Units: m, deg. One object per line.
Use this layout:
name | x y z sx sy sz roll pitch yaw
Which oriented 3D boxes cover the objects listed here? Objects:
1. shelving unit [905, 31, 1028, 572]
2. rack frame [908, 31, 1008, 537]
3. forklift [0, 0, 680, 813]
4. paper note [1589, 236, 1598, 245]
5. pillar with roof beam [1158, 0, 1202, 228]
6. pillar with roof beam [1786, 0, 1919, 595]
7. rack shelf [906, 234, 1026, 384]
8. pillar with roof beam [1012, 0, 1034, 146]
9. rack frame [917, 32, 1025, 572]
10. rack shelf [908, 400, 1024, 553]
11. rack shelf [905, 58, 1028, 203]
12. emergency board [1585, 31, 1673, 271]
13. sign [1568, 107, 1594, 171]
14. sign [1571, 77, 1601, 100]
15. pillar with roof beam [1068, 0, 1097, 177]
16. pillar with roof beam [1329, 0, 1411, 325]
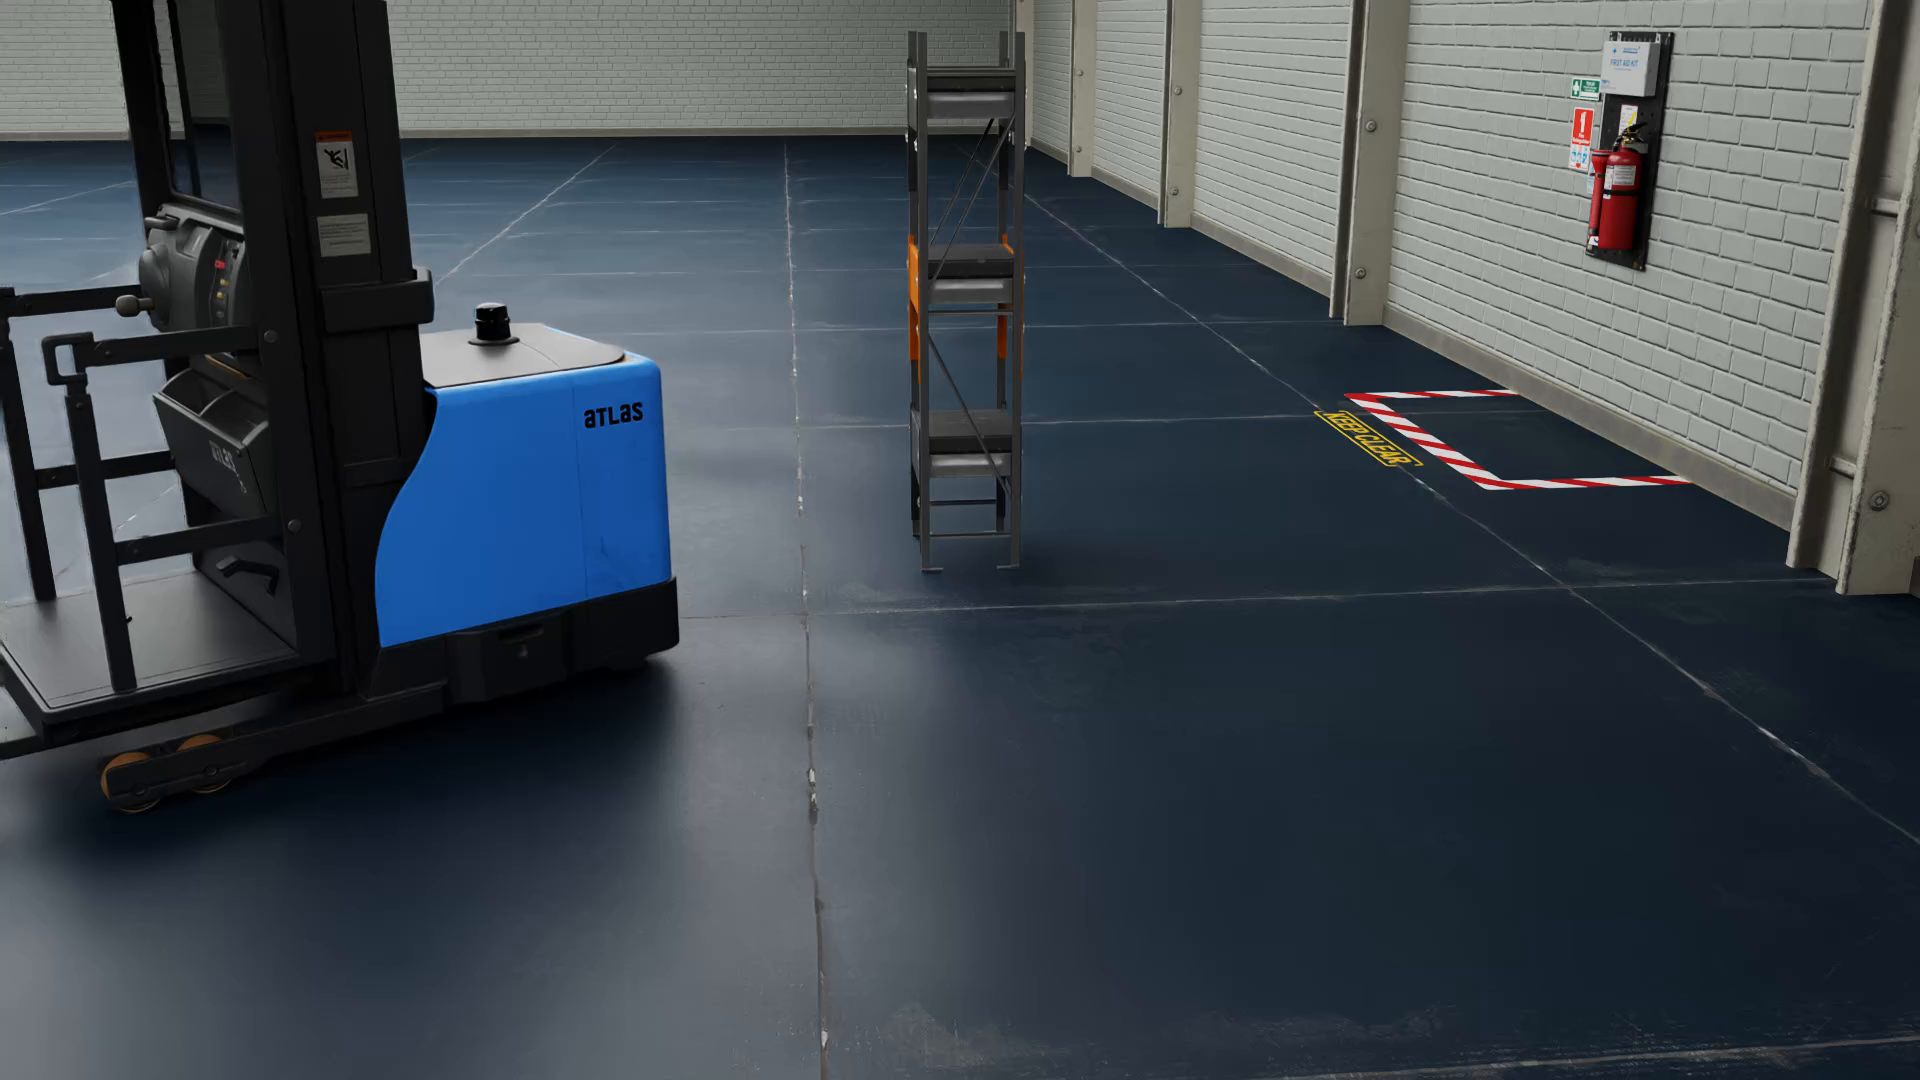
shelving unit | 0.017 -0.952 6.705 0.431 2.100 0.503 -2 18 -6
rack frame | -0.008 -1.025 6.937 0.400 2.100 0.015 -2 18 -6
forklift | -2.442 -0.804 4.843 3.031 2.935 1.130 -14 22 -37
paper note | 3.413 -1.651 8.900 0.016 0.148 0.142 -2 18 -6
pillar with roof beam | -1.940 -7.584 16.310 9.100 9.000 0.400 -2 18 -6
pillar with roof beam | -0.702 -4.009 4.922 9.100 9.000 0.400 -2 18 -6
rack shelf | 0.017 -0.939 6.710 0.431 0.518 0.480 -2 18 -6
pillar with roof beam | -3.178 -11.159 27.698 9.100 9.000 0.400 -2 18 -6
rack frame | 0.042 -0.880 6.474 0.400 2.100 0.015 -2 18 -6
rack shelf | 0.017 -0.272 6.919 0.431 0.518 0.480 -2 18 -6
rack shelf | 0.017 -1.607 6.500 0.431 0.518 0.480 -2 18 -6
emergency board | 3.363 -2.017 8.594 0.194 1.169 0.643 -2 18 -6
sign | 3.408 -2.202 9.123 0.001 0.329 0.234 -2 18 -6
sign | 3.400 -2.453 9.038 0.001 0.109 0.331 -2 18 -6
pillar with roof beam | -2.559 -9.372 22.004 9.100 9.000 0.400 -2 18 -6
pillar with roof beam | -1.321 -5.796 10.616 9.100 9.000 0.400 -2 18 -6
